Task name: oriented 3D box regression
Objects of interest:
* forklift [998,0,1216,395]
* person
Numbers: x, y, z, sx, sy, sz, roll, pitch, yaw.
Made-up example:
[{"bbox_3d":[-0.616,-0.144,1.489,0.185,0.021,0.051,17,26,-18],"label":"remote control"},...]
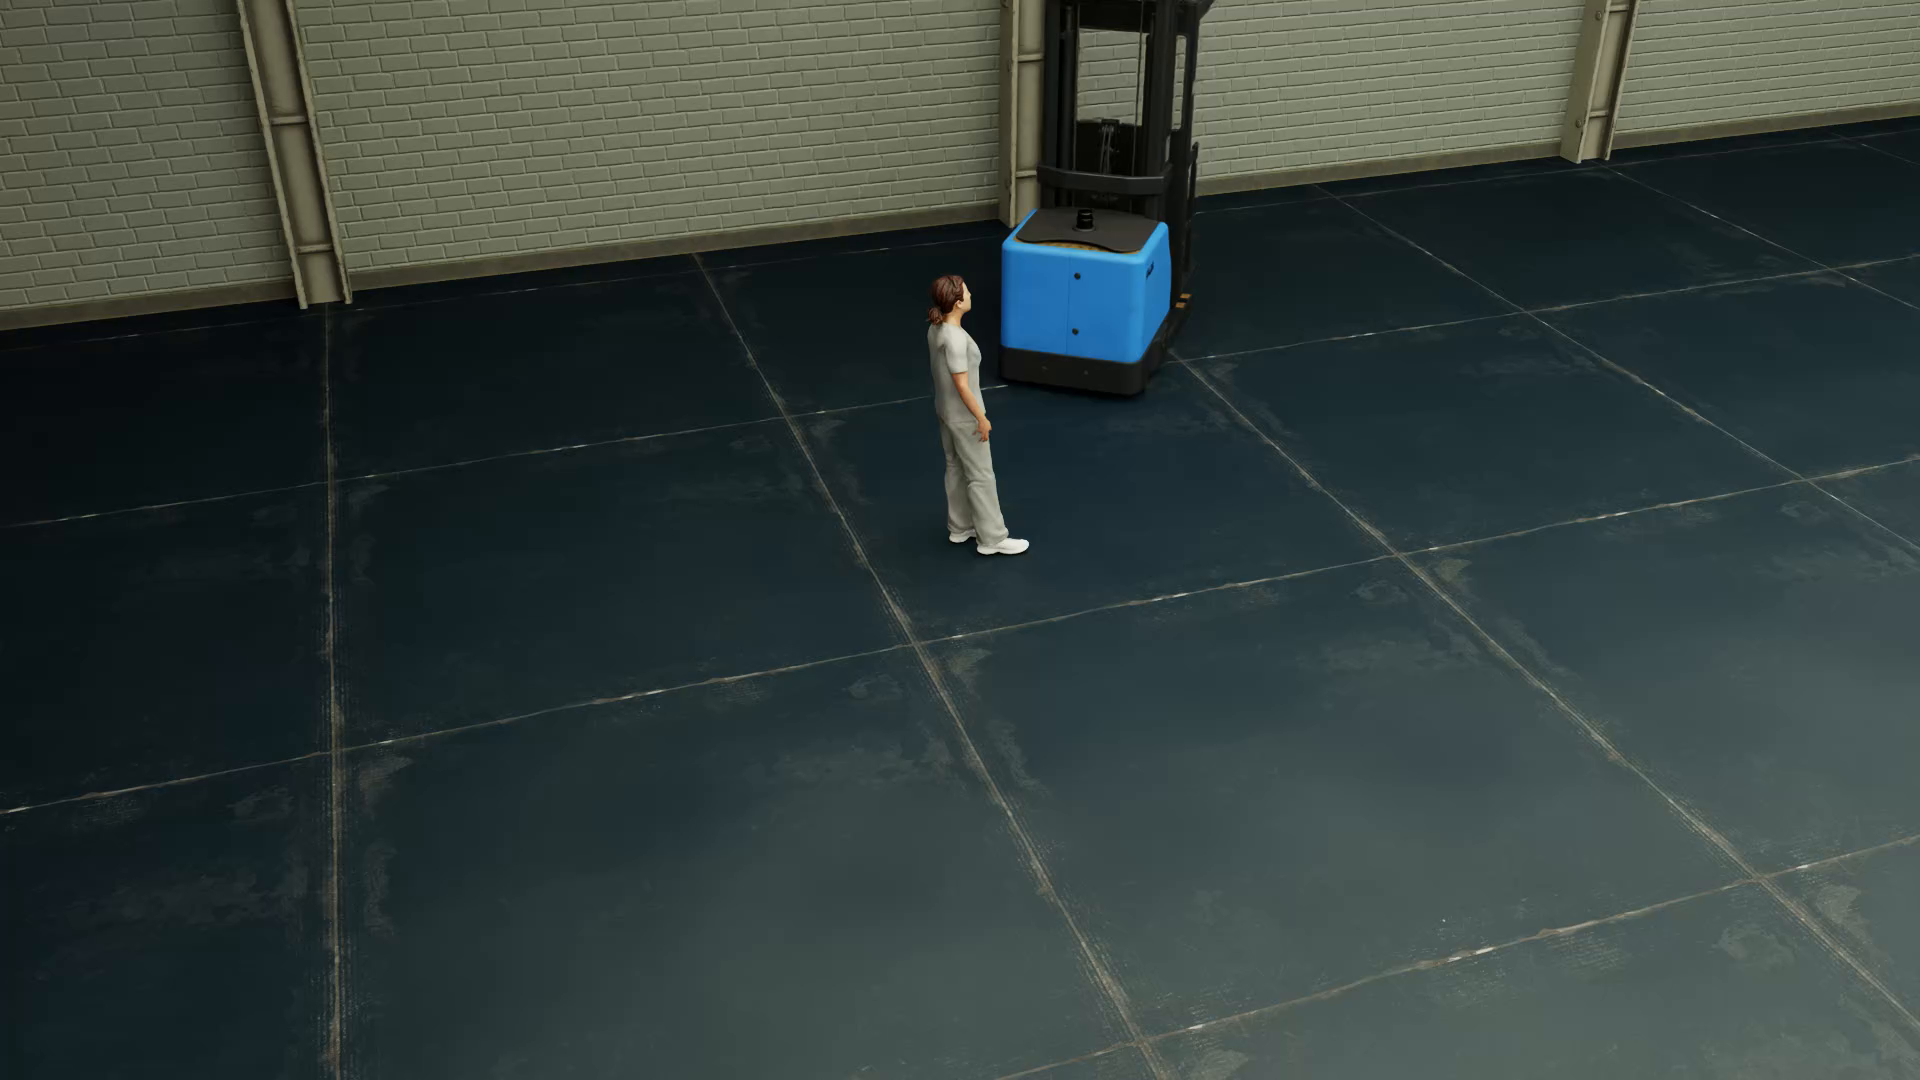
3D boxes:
[{"bbox_3d":[1.214,-3.009,12.317,1.130,2.935,3.031,9,31,16],"label":"forklift"},{"bbox_3d":[0.074,-0.738,9.613,0.549,1.675,0.549,-10,31,-16],"label":"person"}]
